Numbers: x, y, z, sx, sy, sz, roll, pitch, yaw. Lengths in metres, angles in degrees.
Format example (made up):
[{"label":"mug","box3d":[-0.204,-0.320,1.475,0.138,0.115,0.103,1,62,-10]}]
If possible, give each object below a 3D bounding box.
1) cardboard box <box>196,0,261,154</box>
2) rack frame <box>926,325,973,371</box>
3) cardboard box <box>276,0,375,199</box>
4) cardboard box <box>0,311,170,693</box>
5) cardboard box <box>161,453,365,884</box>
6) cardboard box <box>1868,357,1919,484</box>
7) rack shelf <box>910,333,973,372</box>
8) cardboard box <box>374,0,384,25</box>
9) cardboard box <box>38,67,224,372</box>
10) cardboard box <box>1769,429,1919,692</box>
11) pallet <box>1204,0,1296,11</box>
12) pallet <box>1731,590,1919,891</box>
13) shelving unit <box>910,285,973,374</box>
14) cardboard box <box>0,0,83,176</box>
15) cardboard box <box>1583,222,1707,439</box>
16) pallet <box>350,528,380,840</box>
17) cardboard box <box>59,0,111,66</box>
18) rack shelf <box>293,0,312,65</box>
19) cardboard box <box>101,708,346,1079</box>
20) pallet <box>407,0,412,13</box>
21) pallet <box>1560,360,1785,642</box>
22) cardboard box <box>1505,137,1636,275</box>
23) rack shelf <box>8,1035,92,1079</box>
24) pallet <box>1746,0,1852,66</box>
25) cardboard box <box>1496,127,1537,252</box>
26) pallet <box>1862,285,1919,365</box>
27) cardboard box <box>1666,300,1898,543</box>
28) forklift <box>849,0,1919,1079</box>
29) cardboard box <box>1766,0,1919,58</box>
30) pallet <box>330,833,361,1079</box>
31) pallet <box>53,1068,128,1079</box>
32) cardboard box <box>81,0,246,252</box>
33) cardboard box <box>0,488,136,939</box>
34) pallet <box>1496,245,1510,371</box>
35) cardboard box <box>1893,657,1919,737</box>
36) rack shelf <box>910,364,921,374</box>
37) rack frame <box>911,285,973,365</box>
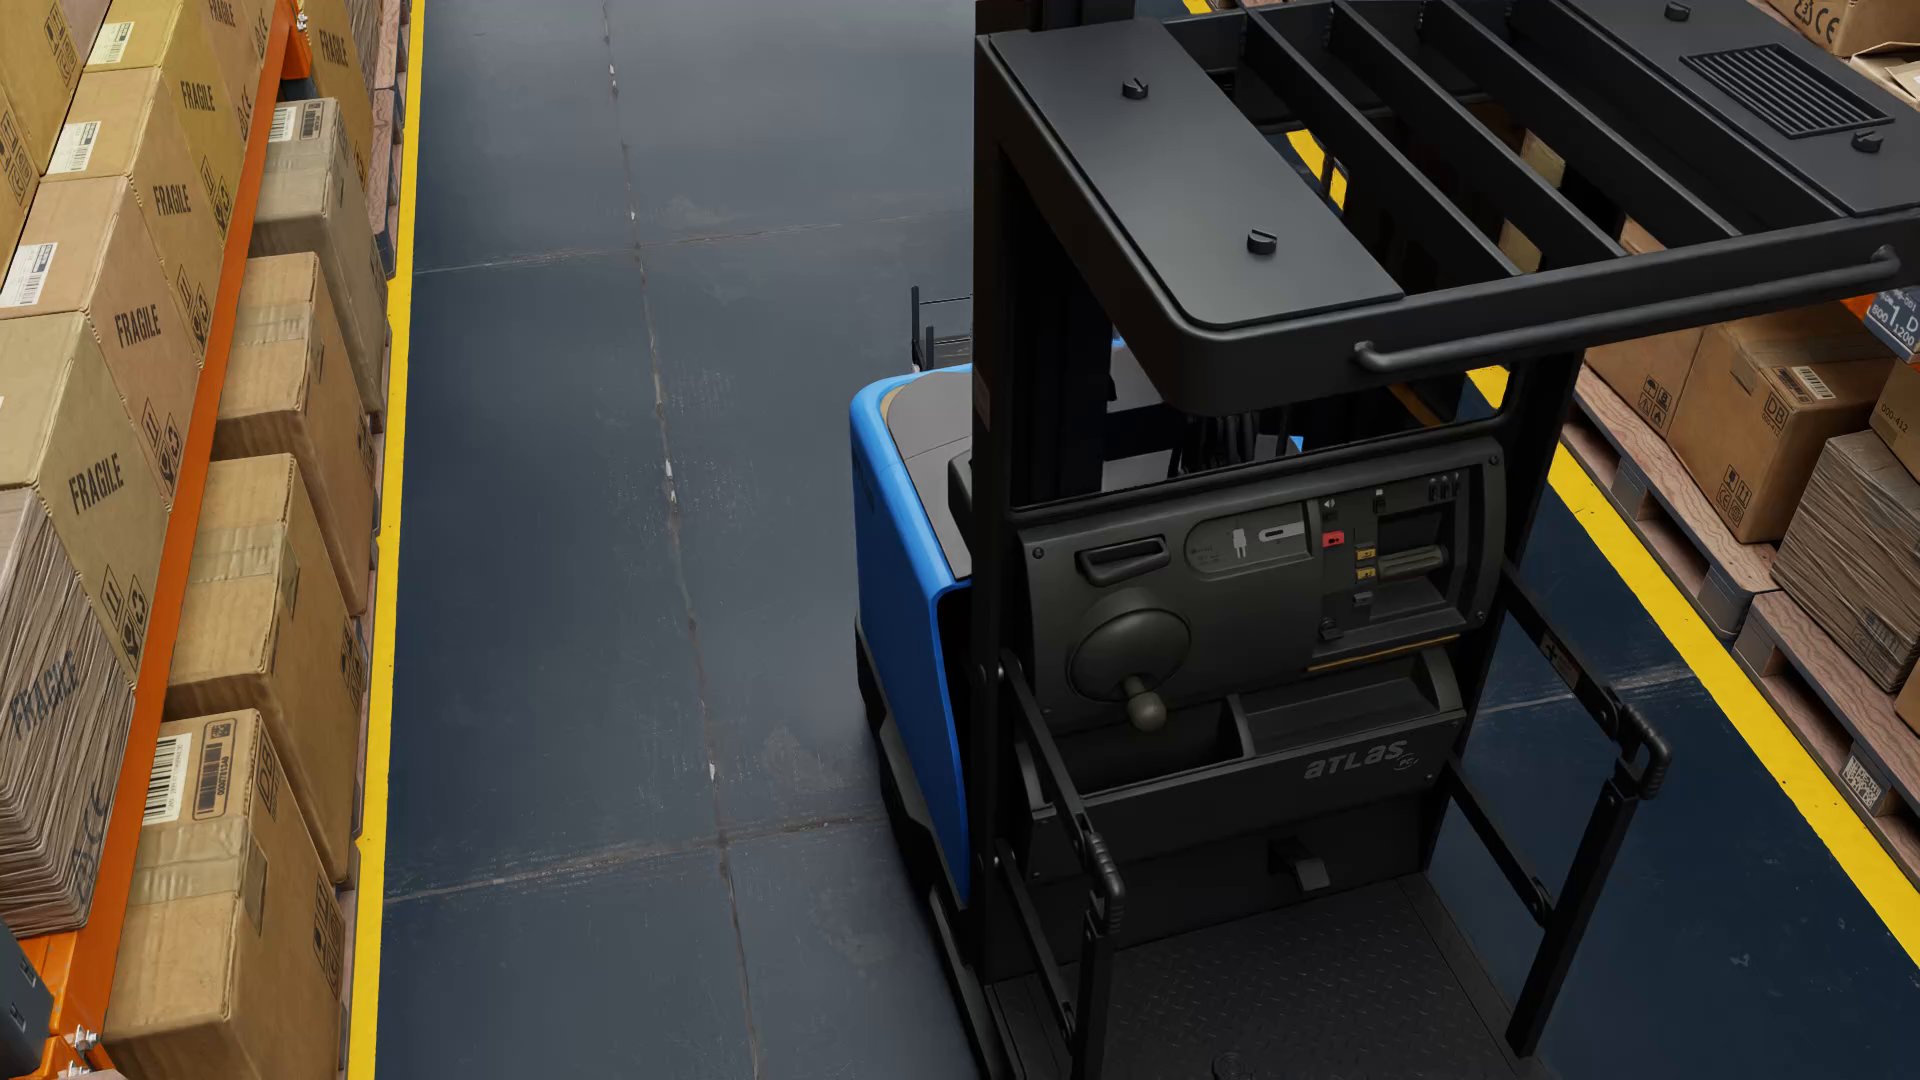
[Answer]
[{"label":"cardboard box","box3d":[-2.208,-1.340,4.424,0.500,0.500,0.500,-9,42,-10]},{"label":"rack frame","box3d":[0.024,-0.265,4.871,0.240,0.900,0.006,-8,42,-9]},{"label":"cardboard box","box3d":[-2.758,-1.710,6.201,0.875,0.875,0.875,-8,42,-9]},{"label":"cardboard box","box3d":[-1.773,-0.033,2.952,0.500,0.500,0.500,-9,42,-10]},{"label":"cardboard box","box3d":[-2.063,0.374,3.948,1.050,0.750,0.750,-8,42,-9]},{"label":"cardboard box","box3d":[2.739,-0.265,4.275,0.500,0.250,0.500,-4,42,-4]},{"label":"rack shelf","box3d":[-6.491,-2.396,5.055,12.311,2.546,5.840,-8,42,-9]},{"label":"cardboard box","box3d":[-3.151,-2.885,7.524,0.875,0.875,0.875,-9,42,-10]},{"label":"cardboard box","box3d":[-1.987,-0.683,3.685,0.500,0.500,0.500,-9,42,-10]},{"label":"cardboard box","box3d":[2.741,-0.001,4.543,0.700,0.500,0.500,-12,43,-13]},{"label":"pallet","box3d":[1.728,-2.755,8.194,1.003,0.211,1.213,-8,42,-9]},{"label":"pallet","box3d":[10.684,1.291,3.636,15.783,0.211,6.755,-8,42,-9]},{"label":"shelving unit","box3d":[-6.490,-2.152,5.269,12.311,3.194,5.845,-8,42,-9]},{"label":"cardboard box","box3d":[-2.248,-1.032,3.324,0.700,0.500,0.500,-9,42,-10]},{"label":"cardboard box","box3d":[2.491,-0.729,5.363,0.700,0.500,0.500,-12,43,-13]},{"label":"pallet","box3d":[-2.184,0.395,4.646,1.003,0.211,1.213,-8,42,-9]},{"label":"cardboard box","box3d":[-2.356,-1.359,3.693,0.700,0.500,0.500,-8,42,-9]},{"label":"rack shelf","box3d":[-3.122,-2.957,6.864,1.077,0.370,4.000,-8,42,-9]},{"label":"cardboard box","box3d":[-0.293,-1.175,5.324,5.455,1.239,5.693,-9,42,-10]},{"label":"pallet","box3d":[-3.305,-2.972,8.440,1.003,0.211,1.213,-8,42,-9]},{"label":"pallet","box3d":[2.611,-0.235,5.356,1.003,0.211,1.213,-8,42,-9]},{"label":"cardboard box","box3d":[2.370,-1.092,5.772,0.700,0.500,0.500,-9,42,-10]},{"label":"rack shelf","box3d":[-1.396,2.229,1.022,1.077,0.370,4.000,-8,42,-9]},{"label":"pallet","box3d":[2.570,-1.188,4.473,1.003,0.211,1.213,-8,42,-9]},{"label":"cardboard box","box3d":[2.286,-1.403,6.123,0.700,0.500,0.500,-11,43,-13]},{"label":"pallet","box3d":[2.780,-0.357,3.537,1.213,0.211,1.003,-8,42,-9]},{"label":"cardboard box","box3d":[2.612,-0.367,4.956,0.700,0.500,0.500,-5,42,-6]},{"label":"forklift","box3d":[4.067,-0.293,3.372,8.118,2.935,3.693,-11,43,-12]},{"label":"cardboard box","box3d":[2.639,-1.660,4.466,0.797,0.503,0.637,-4,42,-5]},{"label":"pallet","box3d":[-1.924,1.184,3.757,1.003,0.211,1.213,-8,42,-9]},{"label":"pallet","box3d":[-1.569,1.182,1.804,1.213,0.211,1.003,-8,42,-9]},{"label":"cardboard box","box3d":[-2.099,-1.012,4.055,0.500,0.500,0.500,-8,42,-9]},{"label":"cardboard box","box3d":[-1.661,0.296,2.582,0.500,0.500,0.500,-8,42,-9]},{"label":"pallet","box3d":[2.344,-1.028,6.249,1.003,0.211,1.213,-8,42,-9]},{"label":"cardboard box","box3d":[2.873,0.357,4.140,0.700,0.500,0.500,-10,43,-12]},{"label":"rack shelf","box3d":[0.002,-0.441,4.848,0.258,0.077,0.200,-8,42,-9]},{"label":"rack frame","box3d":[-0.020,-0.397,5.020,0.240,0.900,0.006,-8,42,-9]}]
